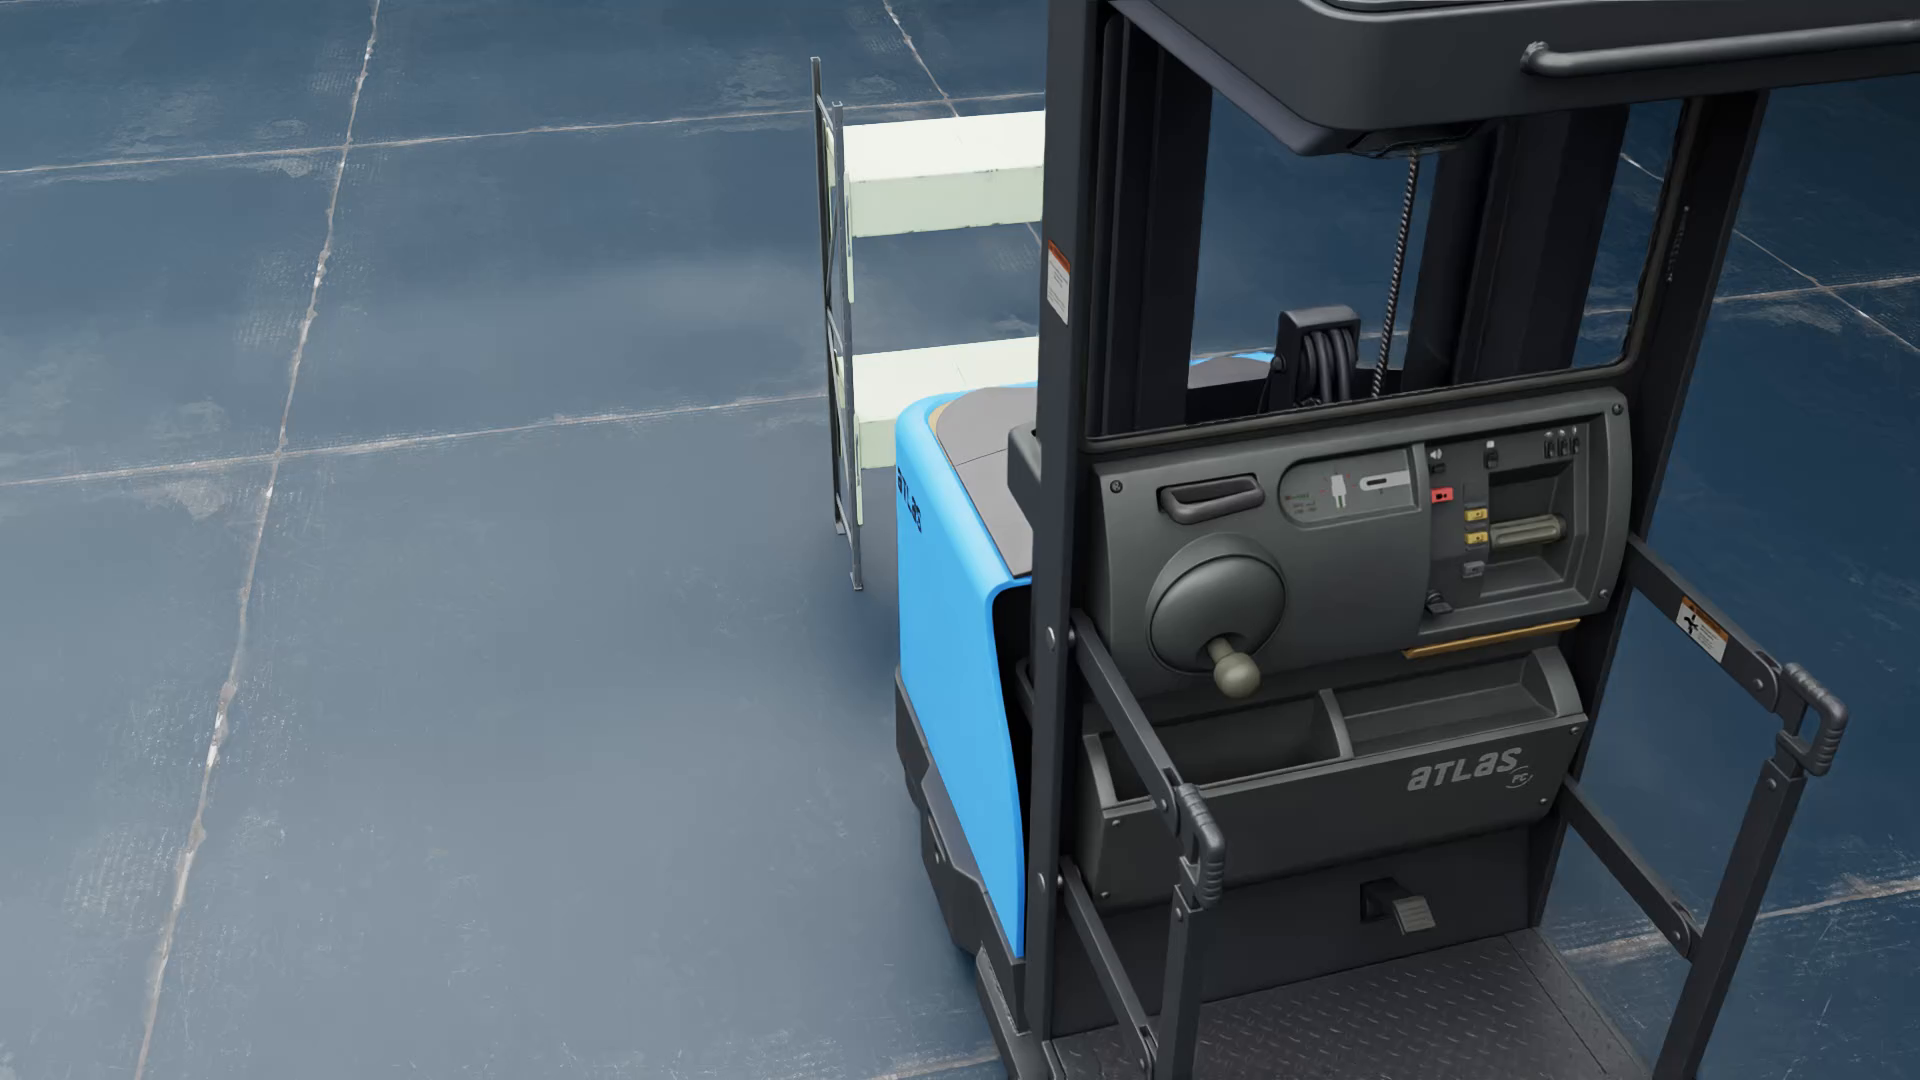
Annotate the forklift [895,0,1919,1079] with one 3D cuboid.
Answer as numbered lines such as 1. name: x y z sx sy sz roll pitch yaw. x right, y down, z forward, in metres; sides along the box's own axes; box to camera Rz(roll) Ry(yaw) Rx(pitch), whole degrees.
1. forklift: 0.730 0.065 2.523 1.130 2.935 3.031 -9 35 -13

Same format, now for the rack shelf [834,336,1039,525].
1. rack shelf: 0.007 -0.353 5.015 0.720 0.370 0.431 -7 35 -11

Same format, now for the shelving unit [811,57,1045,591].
1. shelving unit: 0.007 -0.624 4.833 0.755 1.500 0.431 -7 35 -11

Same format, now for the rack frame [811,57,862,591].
1. rack frame: -0.350 -0.579 4.766 0.023 1.500 0.400 -7 35 -11

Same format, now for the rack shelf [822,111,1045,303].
1. rack shelf: 0.007 -0.948 4.616 0.720 0.370 0.431 -7 35 -11
